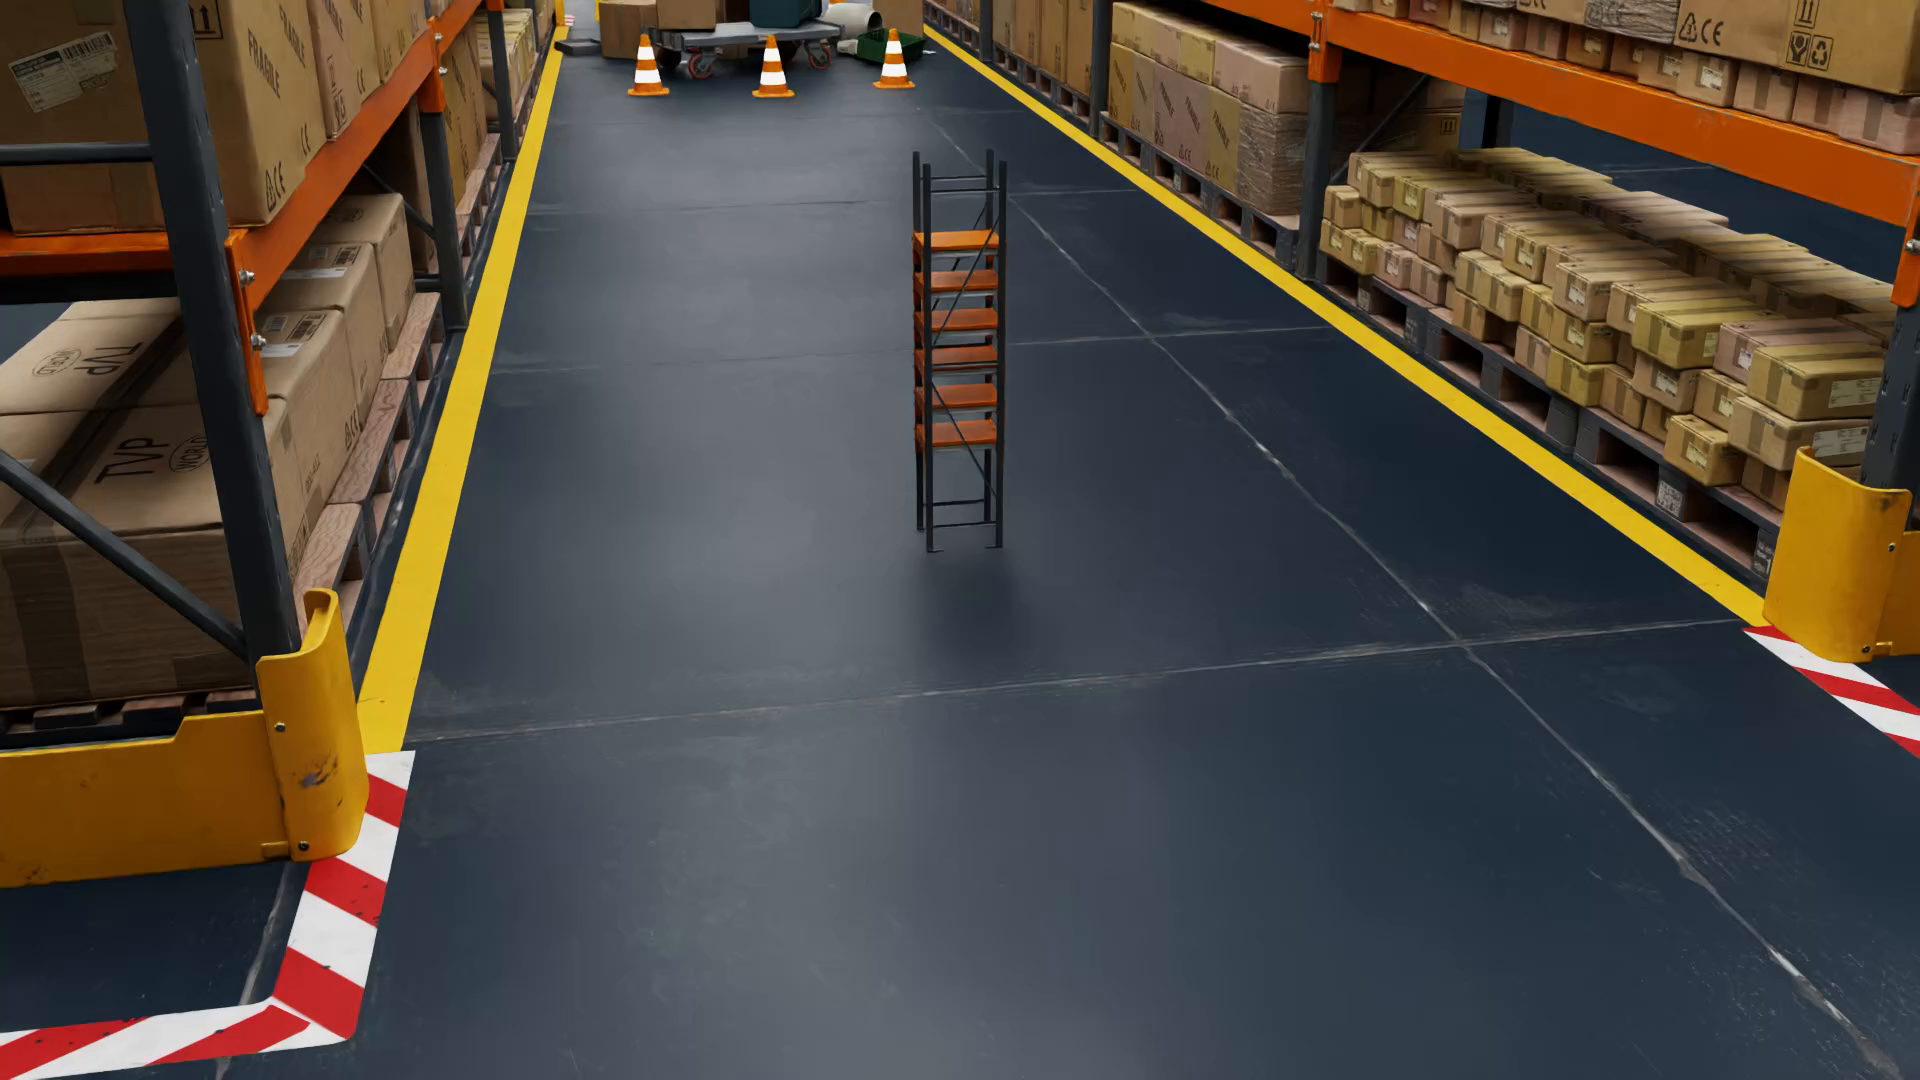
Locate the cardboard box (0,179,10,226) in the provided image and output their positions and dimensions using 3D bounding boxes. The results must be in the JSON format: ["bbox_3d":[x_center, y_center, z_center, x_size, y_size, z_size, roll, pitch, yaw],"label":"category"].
[{"bbox_3d":[-2.296,-0.928,3.501,0.500,0.500,0.500,-4,24,-9],"label":"cardboard box"}]

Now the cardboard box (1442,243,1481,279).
[{"bbox_3d":[2.203,-1.145,6.789,0.380,0.149,0.250,-3,24,-7],"label":"cardboard box"}]

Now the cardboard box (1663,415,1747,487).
[{"bbox_3d":[2.450,-0.289,5.201,0.380,0.149,0.250,-4,24,-8],"label":"cardboard box"}]

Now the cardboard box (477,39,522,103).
[{"bbox_3d":[-3.665,-3.359,11.952,0.950,0.372,0.625,-5,24,-11],"label":"cardboard box"}]

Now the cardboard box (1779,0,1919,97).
[{"bbox_3d":[2.564,-1.458,4.343,0.500,0.500,0.500,-4,24,-9],"label":"cardboard box"}]

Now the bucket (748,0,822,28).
[{"bbox_3d":[-1.610,-4.917,14.952,0.726,0.611,0.620,4,34,9],"label":"bucket"}]

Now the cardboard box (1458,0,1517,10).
[{"bbox_3d":[2.160,-2.265,6.192,0.500,0.500,0.500,-5,24,-11],"label":"cardboard box"}]

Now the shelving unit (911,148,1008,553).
[{"bbox_3d":[-0.003,-0.556,5.023,0.258,1.200,0.189,-4,24,-10],"label":"shelving unit"}]

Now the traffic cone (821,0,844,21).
[{"bbox_3d":[-1.356,-5.935,18.260,0.336,0.463,0.334,-4,24,-10],"label":"traffic cone"}]

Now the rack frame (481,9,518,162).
[{"bbox_3d":[-3.426,-3.858,10.337,1.000,3.000,0.127,-4,24,-10],"label":"rack frame"}]

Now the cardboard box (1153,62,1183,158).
[{"bbox_3d":[1.496,-2.615,10.089,0.500,0.500,0.500,-5,24,-11],"label":"cardboard box"}]

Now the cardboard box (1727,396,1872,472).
[{"bbox_3d":[2.521,-0.327,4.916,0.380,0.149,0.250,-5,24,-11],"label":"cardboard box"}]

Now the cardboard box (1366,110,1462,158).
[{"bbox_3d":[2.284,-2.048,8.791,0.500,0.500,0.500,-3,24,-8],"label":"cardboard box"}]

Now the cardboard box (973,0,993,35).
[{"bbox_3d":[0.633,-5.309,15.788,0.875,0.875,0.875,-4,24,-9],"label":"cardboard box"}]

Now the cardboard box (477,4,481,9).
[{"bbox_3d":[-4.539,-4.921,14.743,0.500,0.500,0.500,-5,24,-10],"label":"cardboard box"}]

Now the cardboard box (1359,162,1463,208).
[{"bbox_3d":[2.013,-1.586,7.428,0.380,0.149,0.250,-3,24,-7],"label":"cardboard box"}]

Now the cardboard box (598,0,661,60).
[{"bbox_3d":[-3.026,-4.810,15.635,0.500,0.500,0.500,13,27,27],"label":"cardboard box"}]

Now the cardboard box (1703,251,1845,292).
[{"bbox_3d":[2.877,-0.917,5.896,0.380,0.149,0.250,-3,24,-8],"label":"cardboard box"}]

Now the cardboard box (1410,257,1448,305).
[{"bbox_3d":[2.154,-1.115,7.093,0.380,0.149,0.250,-5,24,-11],"label":"cardboard box"}]

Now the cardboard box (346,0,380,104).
[{"bbox_3d":[-2.059,-1.562,4.953,0.500,0.500,0.500,-4,24,-8],"label":"cardboard box"}]

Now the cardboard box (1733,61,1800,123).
[{"bbox_3d":[2.491,-1.308,4.811,0.380,0.149,0.250,-5,24,-10],"label":"cardboard box"}]

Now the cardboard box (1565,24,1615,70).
[{"bbox_3d":[2.345,-1.726,5.769,0.380,0.149,0.250,-4,24,-9],"label":"cardboard box"}]

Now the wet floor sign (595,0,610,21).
[{"bbox_3d":[-3.889,-6.080,18.365,0.267,0.644,0.232,4,24,9],"label":"wet floor sign"}]

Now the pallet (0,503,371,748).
[{"bbox_3d":[-2.171,0.257,4.397,1.003,0.211,1.213,-4,24,-10],"label":"pallet"}]

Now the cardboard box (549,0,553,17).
[{"bbox_3d":[-4.403,-5.435,16.858,0.500,0.250,0.500,-4,24,-10],"label":"cardboard box"}]

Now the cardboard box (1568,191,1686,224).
[{"bbox_3d":[2.733,-1.327,6.834,0.380,0.149,0.250,-5,24,-12],"label":"cardboard box"}]

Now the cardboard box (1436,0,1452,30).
[{"bbox_3d":[2.157,-2.136,6.707,0.380,0.149,0.250,-5,24,-12],"label":"cardboard box"}]

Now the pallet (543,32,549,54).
[{"bbox_3d":[-4.553,-4.896,16.197,1.003,0.211,1.213,-4,24,-10],"label":"pallet"}]

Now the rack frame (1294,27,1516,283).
[{"bbox_3d":[2.160,-2.691,7.664,1.000,3.000,0.127,-4,24,-10],"label":"rack frame"}]

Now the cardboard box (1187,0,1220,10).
[{"bbox_3d":[1.804,-3.406,10.961,0.500,0.250,0.500,-5,24,-11],"label":"cardboard box"}]

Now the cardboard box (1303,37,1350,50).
[{"bbox_3d":[2.182,-2.601,9.120,0.500,0.250,0.500,-4,24,-8],"label":"cardboard box"}]

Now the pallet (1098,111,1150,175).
[{"bbox_3d":[1.563,-2.679,11.121,1.003,0.211,1.213,-4,24,-10],"label":"pallet"}]

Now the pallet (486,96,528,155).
[{"bbox_3d":[-3.569,-2.888,11.599,1.003,0.211,1.213,-4,24,-10],"label":"pallet"}]

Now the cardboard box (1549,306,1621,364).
[{"bbox_3d":[2.315,-0.734,5.848,0.380,0.149,0.250,-4,24,-9],"label":"cardboard box"}]

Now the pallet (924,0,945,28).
[{"bbox_3d":[0.166,-5.825,18.323,1.003,0.211,1.213,-4,24,-10],"label":"pallet"}]

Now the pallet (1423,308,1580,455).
[{"bbox_3d":[2.548,-0.671,6.522,1.003,0.211,1.213,-4,24,-10],"label":"pallet"}]

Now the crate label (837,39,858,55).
[{"bbox_3d":[-1.018,-4.670,15.773,0.250,0.136,0.298,18,29,36],"label":"crate label"}]

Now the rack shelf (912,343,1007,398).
[{"bbox_3d":[-0.003,-0.515,5.041,0.258,0.103,0.180,-4,24,-10],"label":"rack shelf"}]

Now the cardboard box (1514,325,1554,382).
[{"bbox_3d":[2.288,-0.700,6.143,0.380,0.149,0.250,-4,24,-9],"label":"cardboard box"}]

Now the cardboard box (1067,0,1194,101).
[{"bbox_3d":[1.396,-3.672,12.196,1.050,0.750,0.750,-5,24,-10],"label":"cardboard box"}]

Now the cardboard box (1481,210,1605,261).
[{"bbox_3d":[2.277,-1.182,6.503,0.380,0.149,0.250,-5,24,-12],"label":"cardboard box"}]

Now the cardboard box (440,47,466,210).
[{"bbox_3d":[-3.054,-2.097,8.433,0.875,0.875,0.875,-4,24,-8],"label":"cardboard box"}]

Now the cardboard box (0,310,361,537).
[{"bbox_3d":[-2.344,-0.342,4.961,0.875,0.438,0.875,-4,24,-8],"label":"cardboard box"}]

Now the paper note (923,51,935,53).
[{"bbox_3d":[-0.334,-4.675,15.915,0.142,0.020,0.147,18,29,36],"label":"paper note"}]

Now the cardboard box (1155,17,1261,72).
[{"bbox_3d":[1.483,-2.971,9.966,0.500,0.250,0.500,-4,24,-9],"label":"cardboard box"}]

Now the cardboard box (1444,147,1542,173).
[{"bbox_3d":[2.481,-1.729,7.755,0.380,0.149,0.250,-4,24,-8],"label":"cardboard box"}]

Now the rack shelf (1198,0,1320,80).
[{"bbox_3d":[1.790,-3.148,9.609,1.077,0.370,4.000,-4,24,-10],"label":"rack shelf"}]

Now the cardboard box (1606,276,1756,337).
[{"bbox_3d":[2.404,-0.768,5.555,0.380,0.149,0.250,-5,24,-12],"label":"cardboard box"}]

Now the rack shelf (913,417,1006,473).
[{"bbox_3d":[-0.003,-0.295,5.137,0.258,0.103,0.180,-4,24,-10],"label":"rack shelf"}]

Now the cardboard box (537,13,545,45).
[{"bbox_3d":[-4.009,-4.616,14.983,0.500,0.250,0.500,-5,24,-12],"label":"cardboard box"}]

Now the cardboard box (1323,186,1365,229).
[{"bbox_3d":[1.912,-1.547,7.710,0.380,0.149,0.250,-3,24,-7],"label":"cardboard box"}]
